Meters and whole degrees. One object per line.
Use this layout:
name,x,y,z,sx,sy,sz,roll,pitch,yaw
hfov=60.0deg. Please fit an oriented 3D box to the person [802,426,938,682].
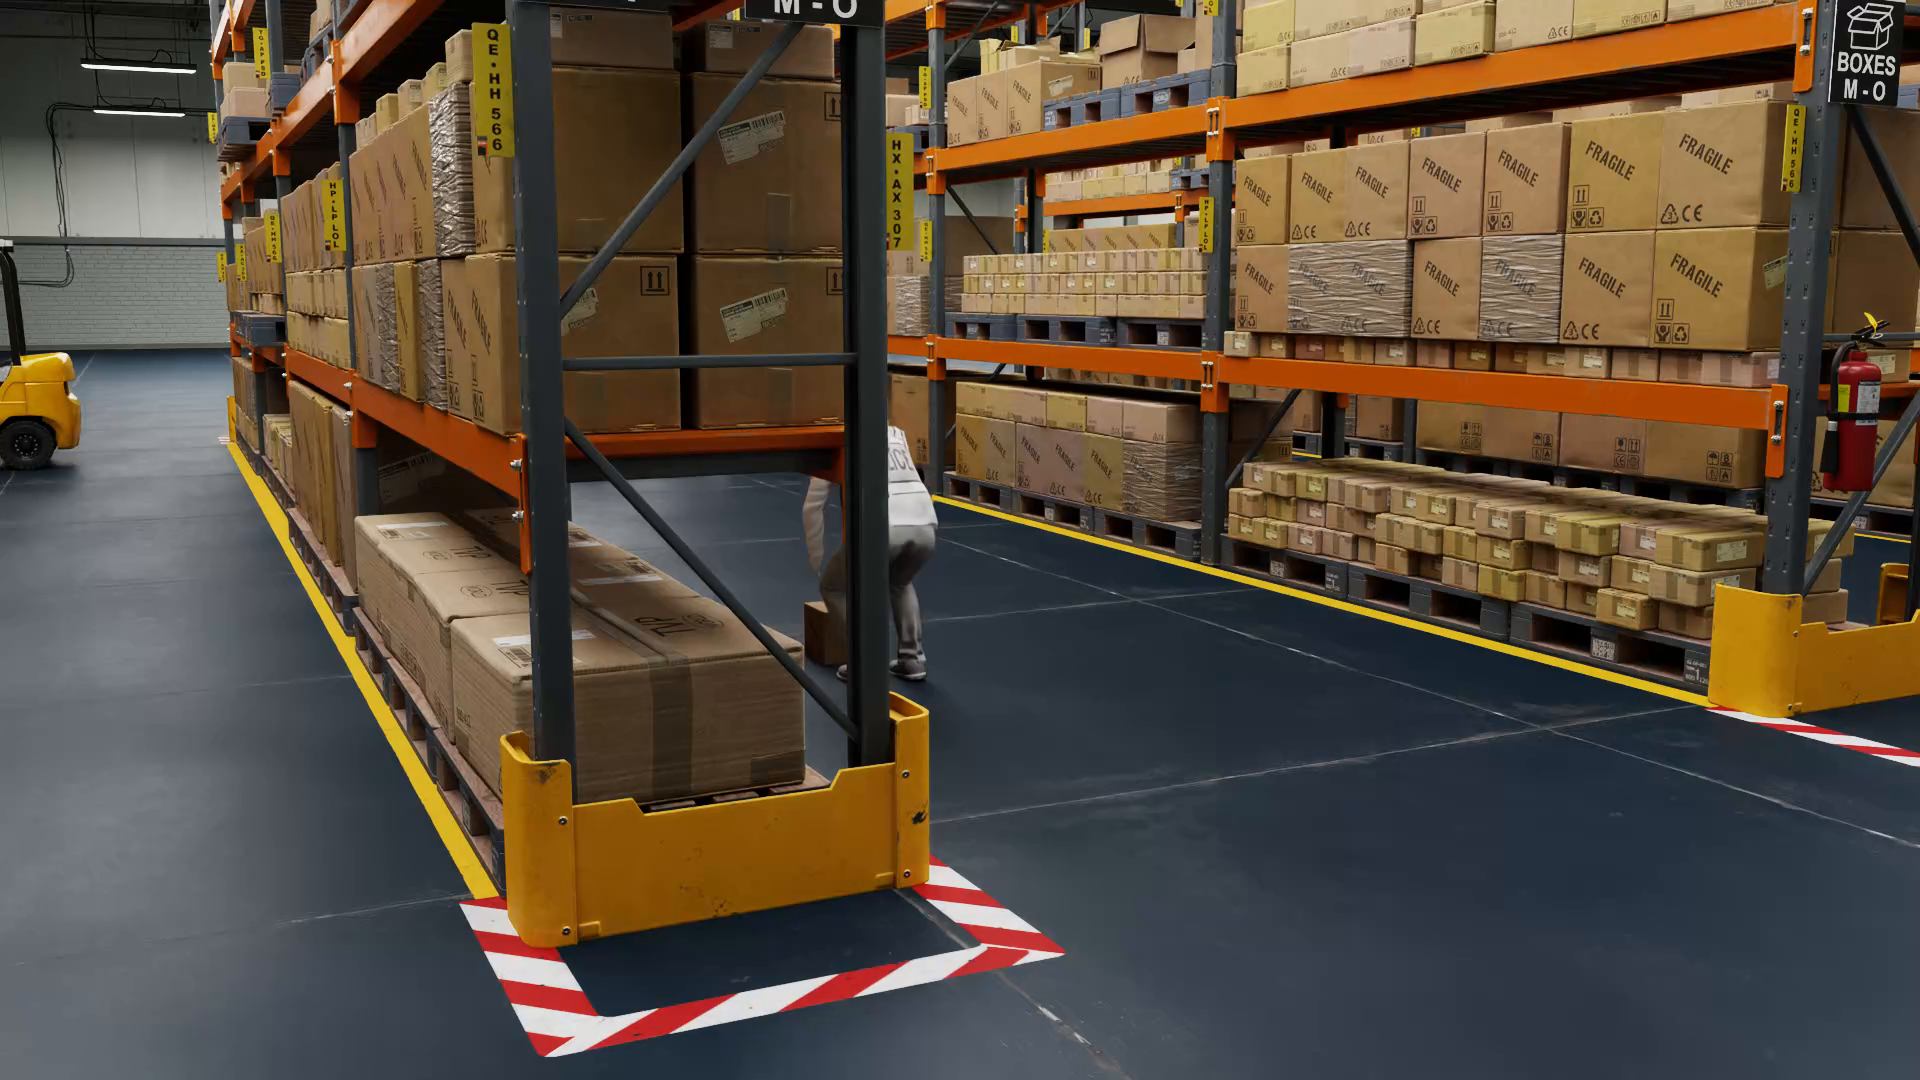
person,-0.410,-0.028,7.298,0.533,1.292,0.752,-4,10,-26
